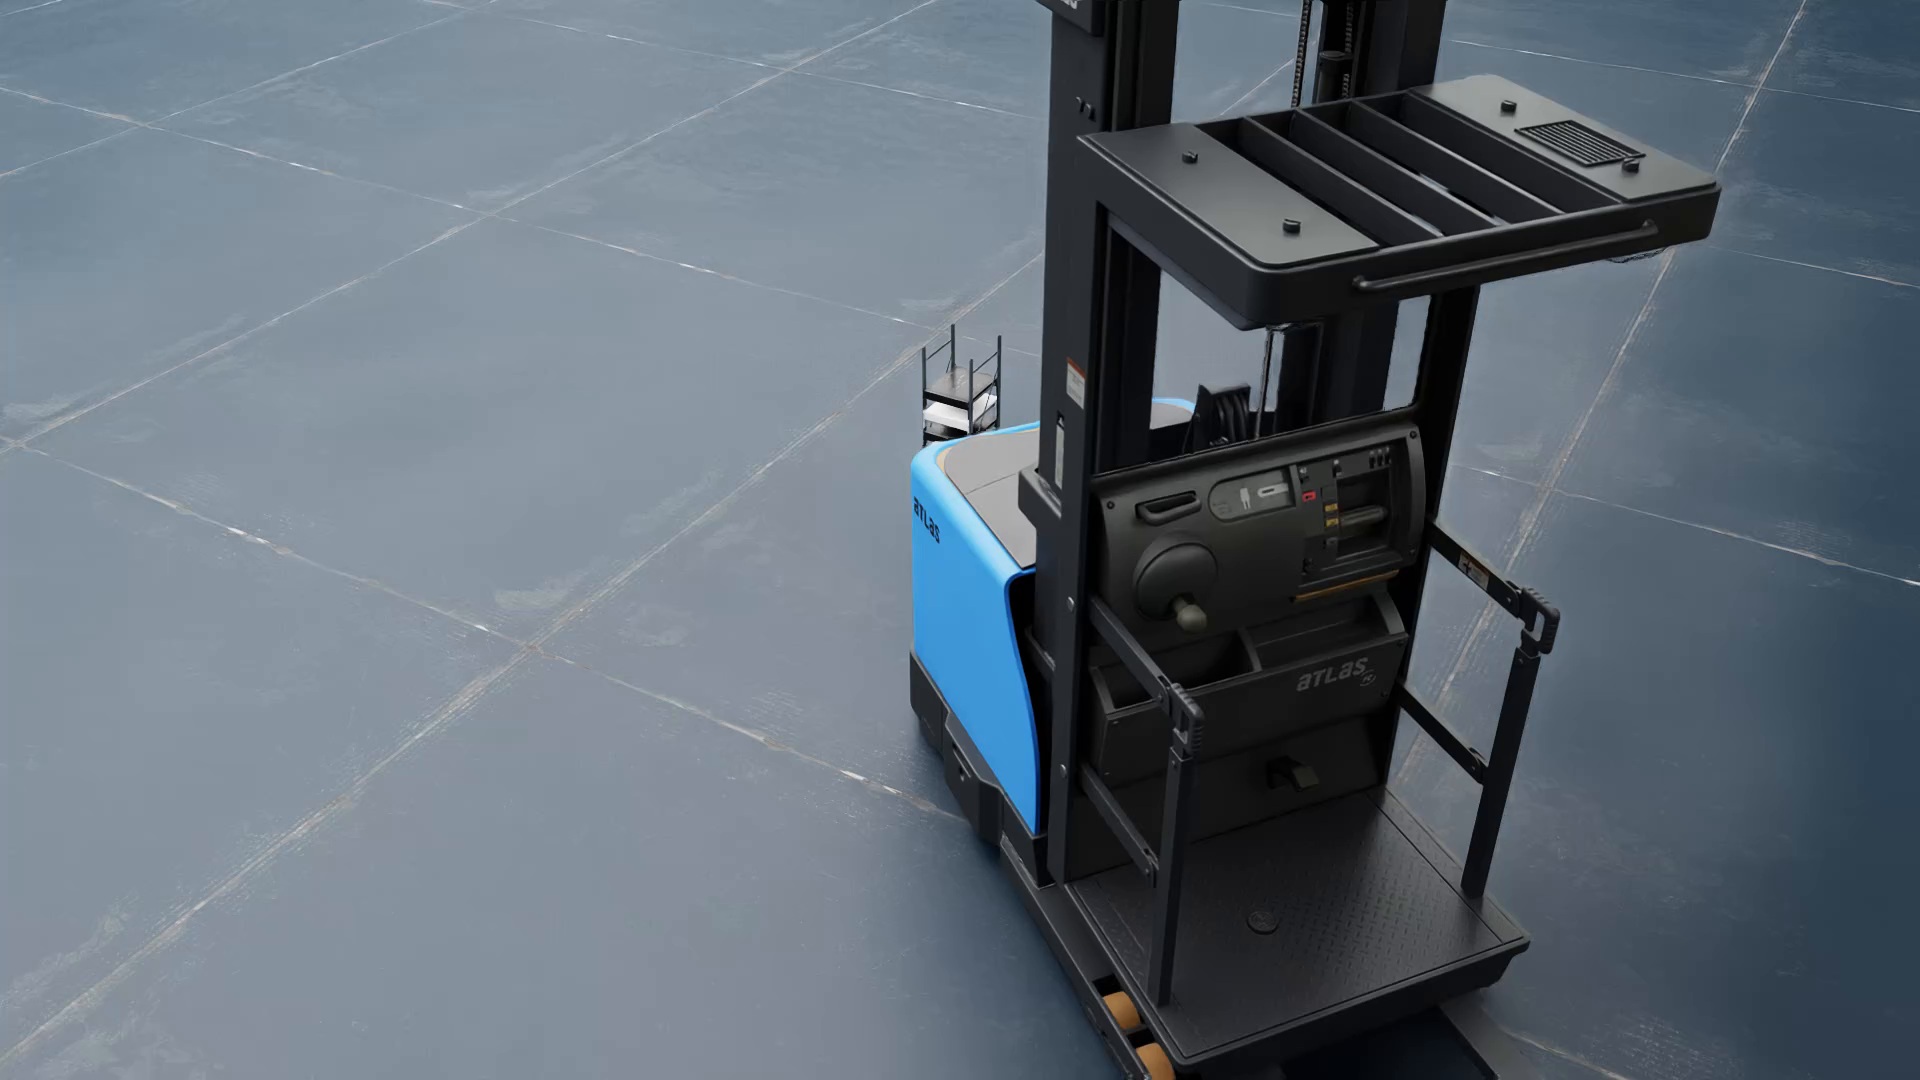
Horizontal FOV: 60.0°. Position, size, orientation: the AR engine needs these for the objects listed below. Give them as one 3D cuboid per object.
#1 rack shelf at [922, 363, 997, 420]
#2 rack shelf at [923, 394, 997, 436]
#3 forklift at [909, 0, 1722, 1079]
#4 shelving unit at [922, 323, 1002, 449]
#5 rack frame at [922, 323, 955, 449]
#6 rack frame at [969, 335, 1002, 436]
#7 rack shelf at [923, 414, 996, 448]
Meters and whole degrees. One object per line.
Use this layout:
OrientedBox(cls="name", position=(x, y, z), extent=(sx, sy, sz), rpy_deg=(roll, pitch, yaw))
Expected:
OrientedBox(cls="rack shelf", position=(0.007, -0.569, 6.366), extent=(0.200, 0.077, 0.258), rpy_deg=(18, 37, 24))
OrientedBox(cls="rack shelf", position=(0.007, -0.494, 6.416), extent=(0.200, 0.077, 0.258), rpy_deg=(18, 37, 24))
OrientedBox(cls="forklift", position=(0.866, 0.029, 4.062), extent=(1.130, 2.935, 3.031), rpy_deg=(-13, 36, -19))
OrientedBox(cls="shelving unit", position=(0.007, -0.372, 6.497), extent=(0.210, 0.900, 0.258), rpy_deg=(18, 37, 24))
OrientedBox(cls="rack frame", position=(-0.081, -0.400, 6.539), extent=(0.006, 0.900, 0.240), rpy_deg=(18, 37, 24))
OrientedBox(cls="rack frame", position=(0.095, -0.344, 6.455), extent=(0.006, 0.900, 0.240), rpy_deg=(18, 37, 24))
OrientedBox(cls="rack shelf", position=(0.007, -0.419, 6.466), extent=(0.200, 0.077, 0.258), rpy_deg=(18, 37, 24))
